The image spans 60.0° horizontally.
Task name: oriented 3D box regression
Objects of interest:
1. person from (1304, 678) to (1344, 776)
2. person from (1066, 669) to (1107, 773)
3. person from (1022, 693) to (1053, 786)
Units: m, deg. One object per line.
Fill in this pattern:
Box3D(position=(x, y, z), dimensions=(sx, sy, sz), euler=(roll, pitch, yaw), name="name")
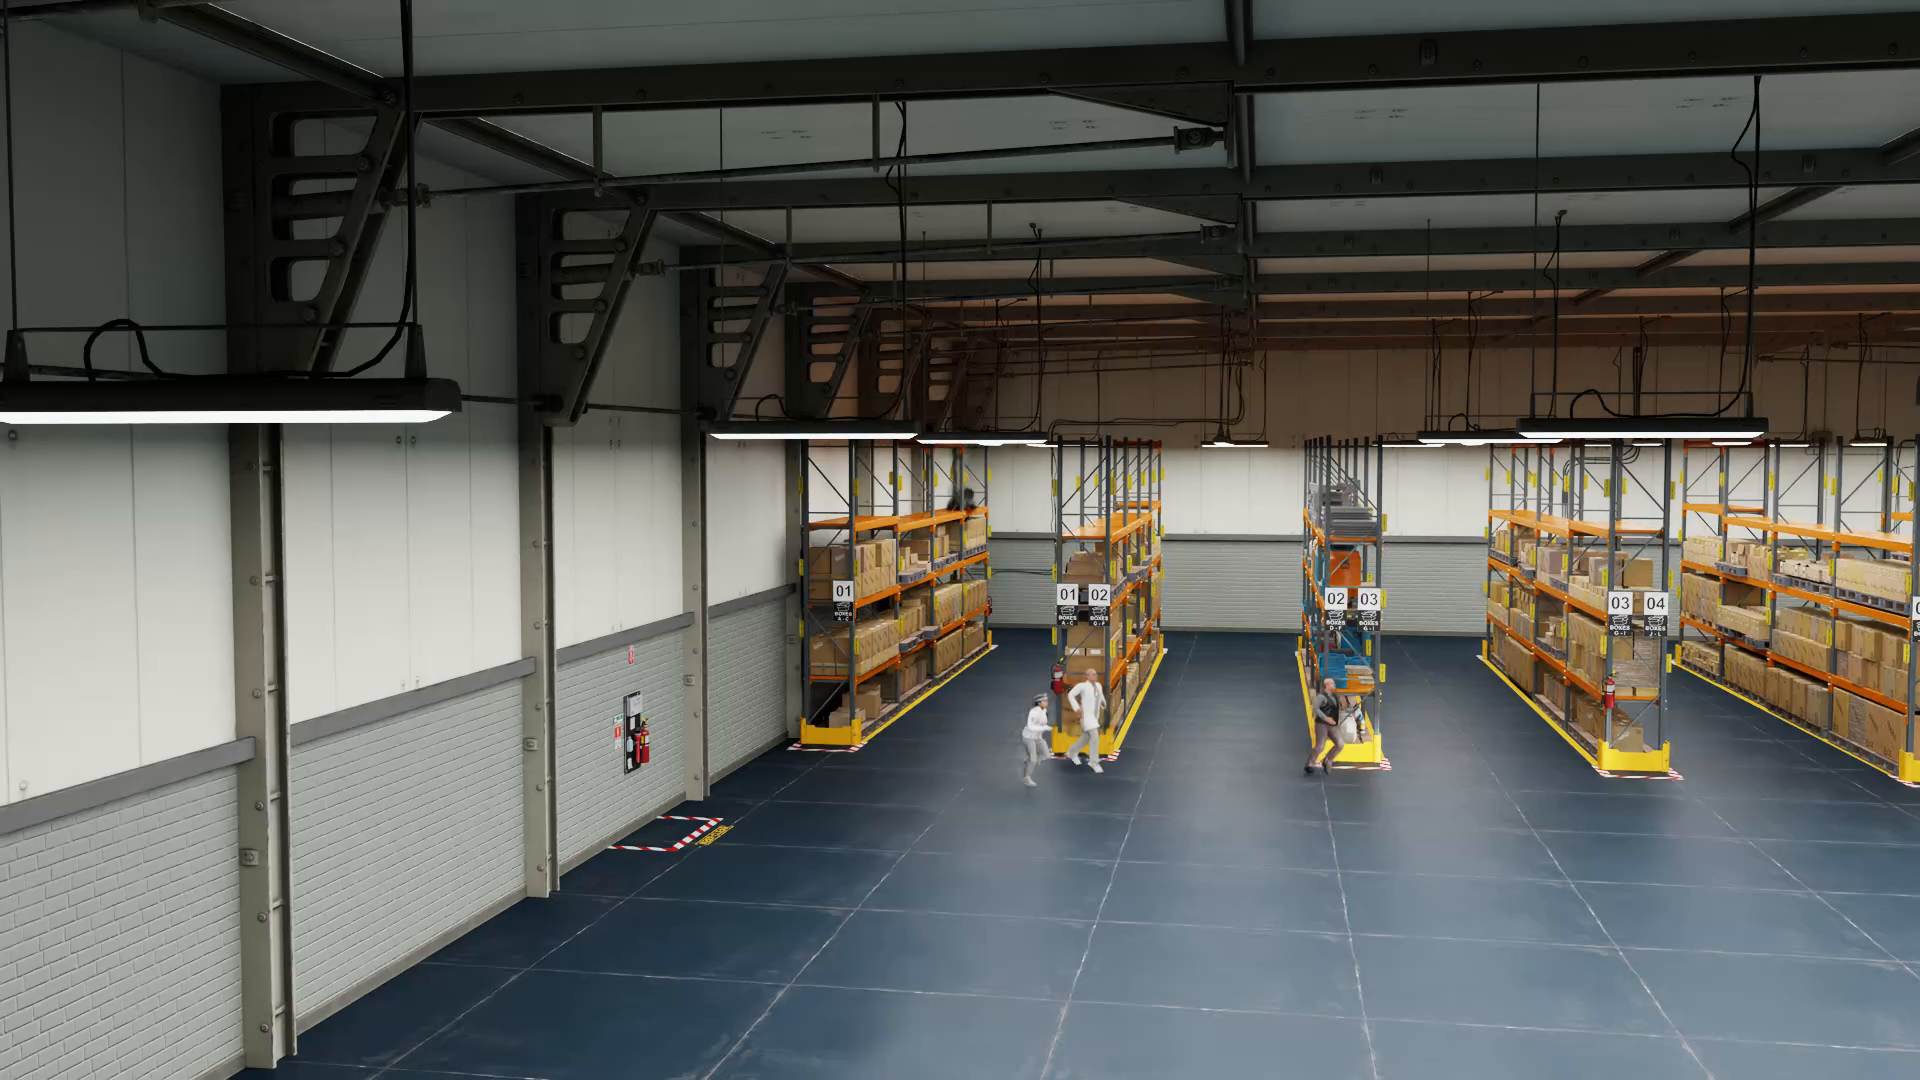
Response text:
Box3D(position=(6.504, 3.293, 29.380), dimensions=(0.711, 1.692, 0.650), euler=(-2, 4, -36), name="person")
Box3D(position=(2.299, 3.215, 29.906), dimensions=(0.914, 1.829, 0.711), euler=(3, 4, 39), name="person")
Box3D(position=(1.324, 3.393, 28.295), dimensions=(0.660, 1.628, 0.597), euler=(2, 4, 38), name="person")
